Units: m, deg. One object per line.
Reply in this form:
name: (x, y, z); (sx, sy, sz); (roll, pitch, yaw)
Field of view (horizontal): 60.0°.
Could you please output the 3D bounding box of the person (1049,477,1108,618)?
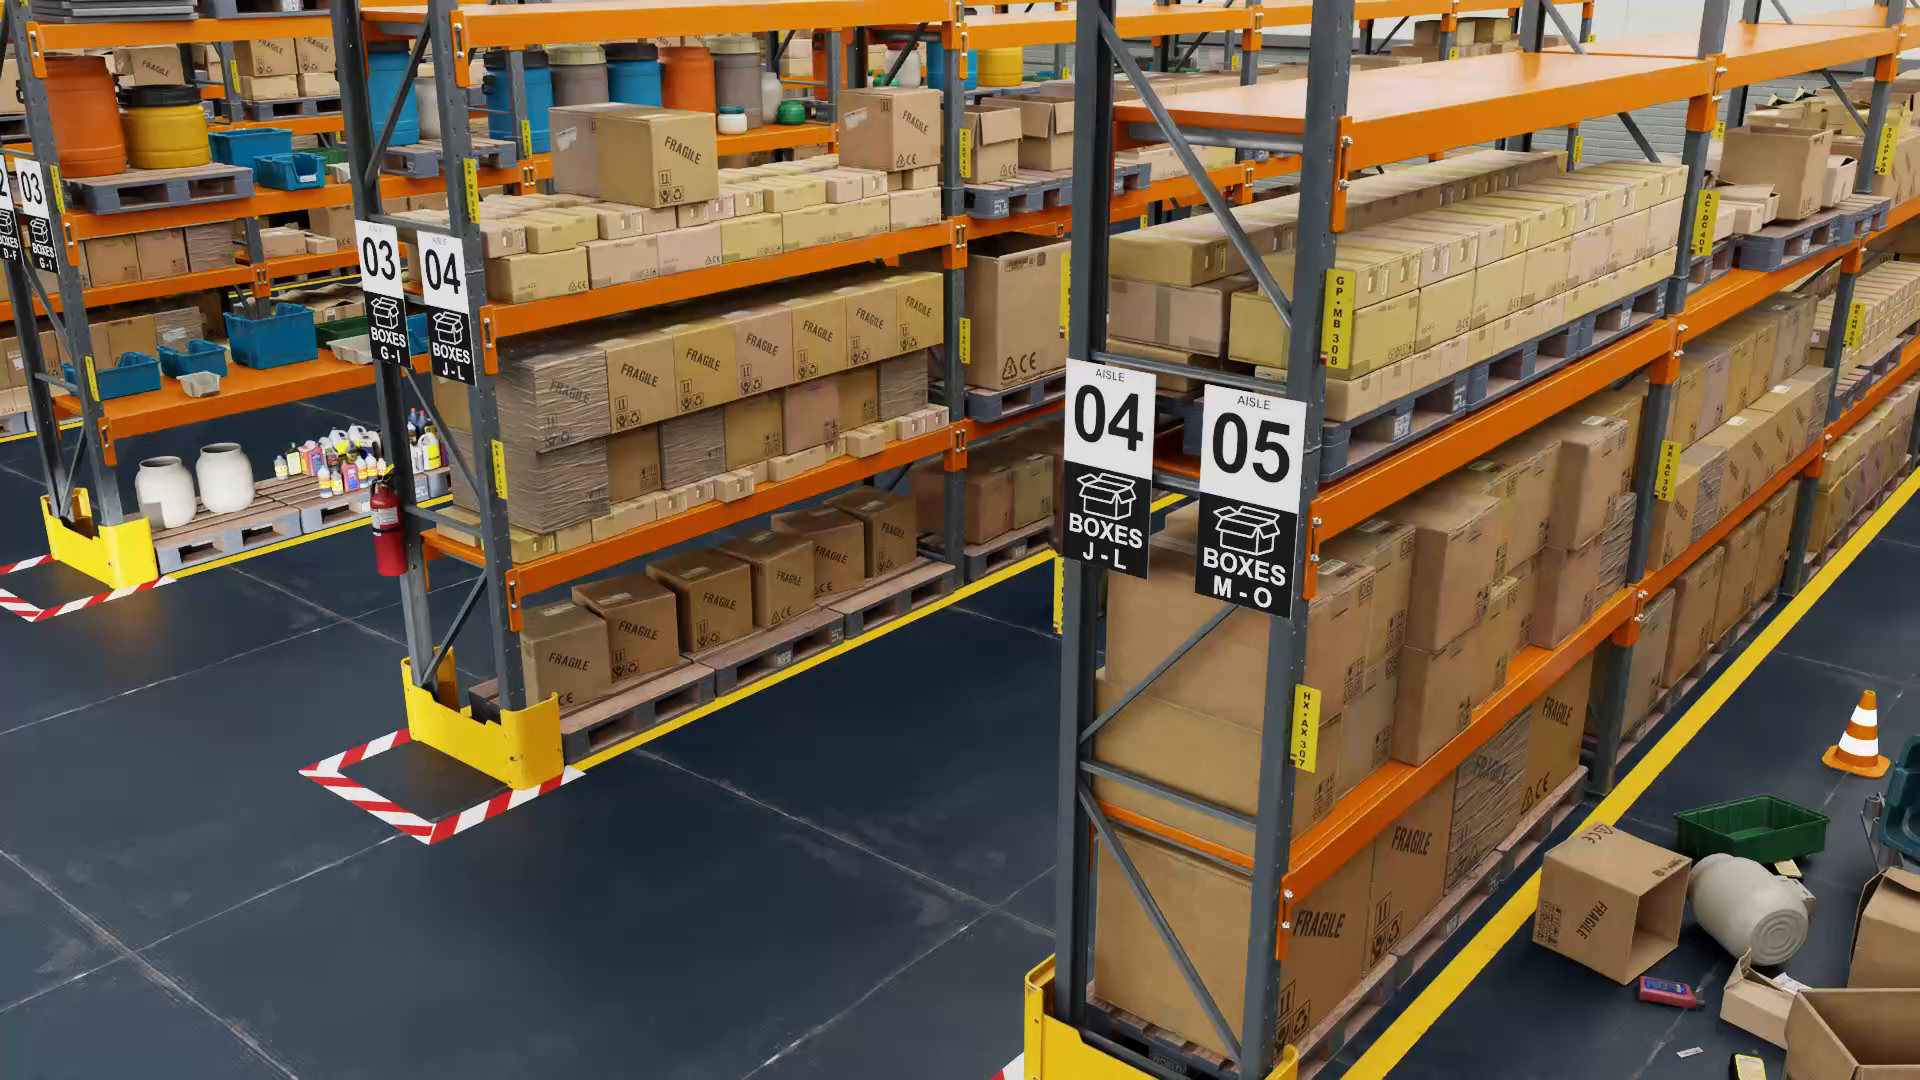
person: (0.955, -0.047, 12.201); (0.619, 1.116, 0.853); (11, 23, 28)
